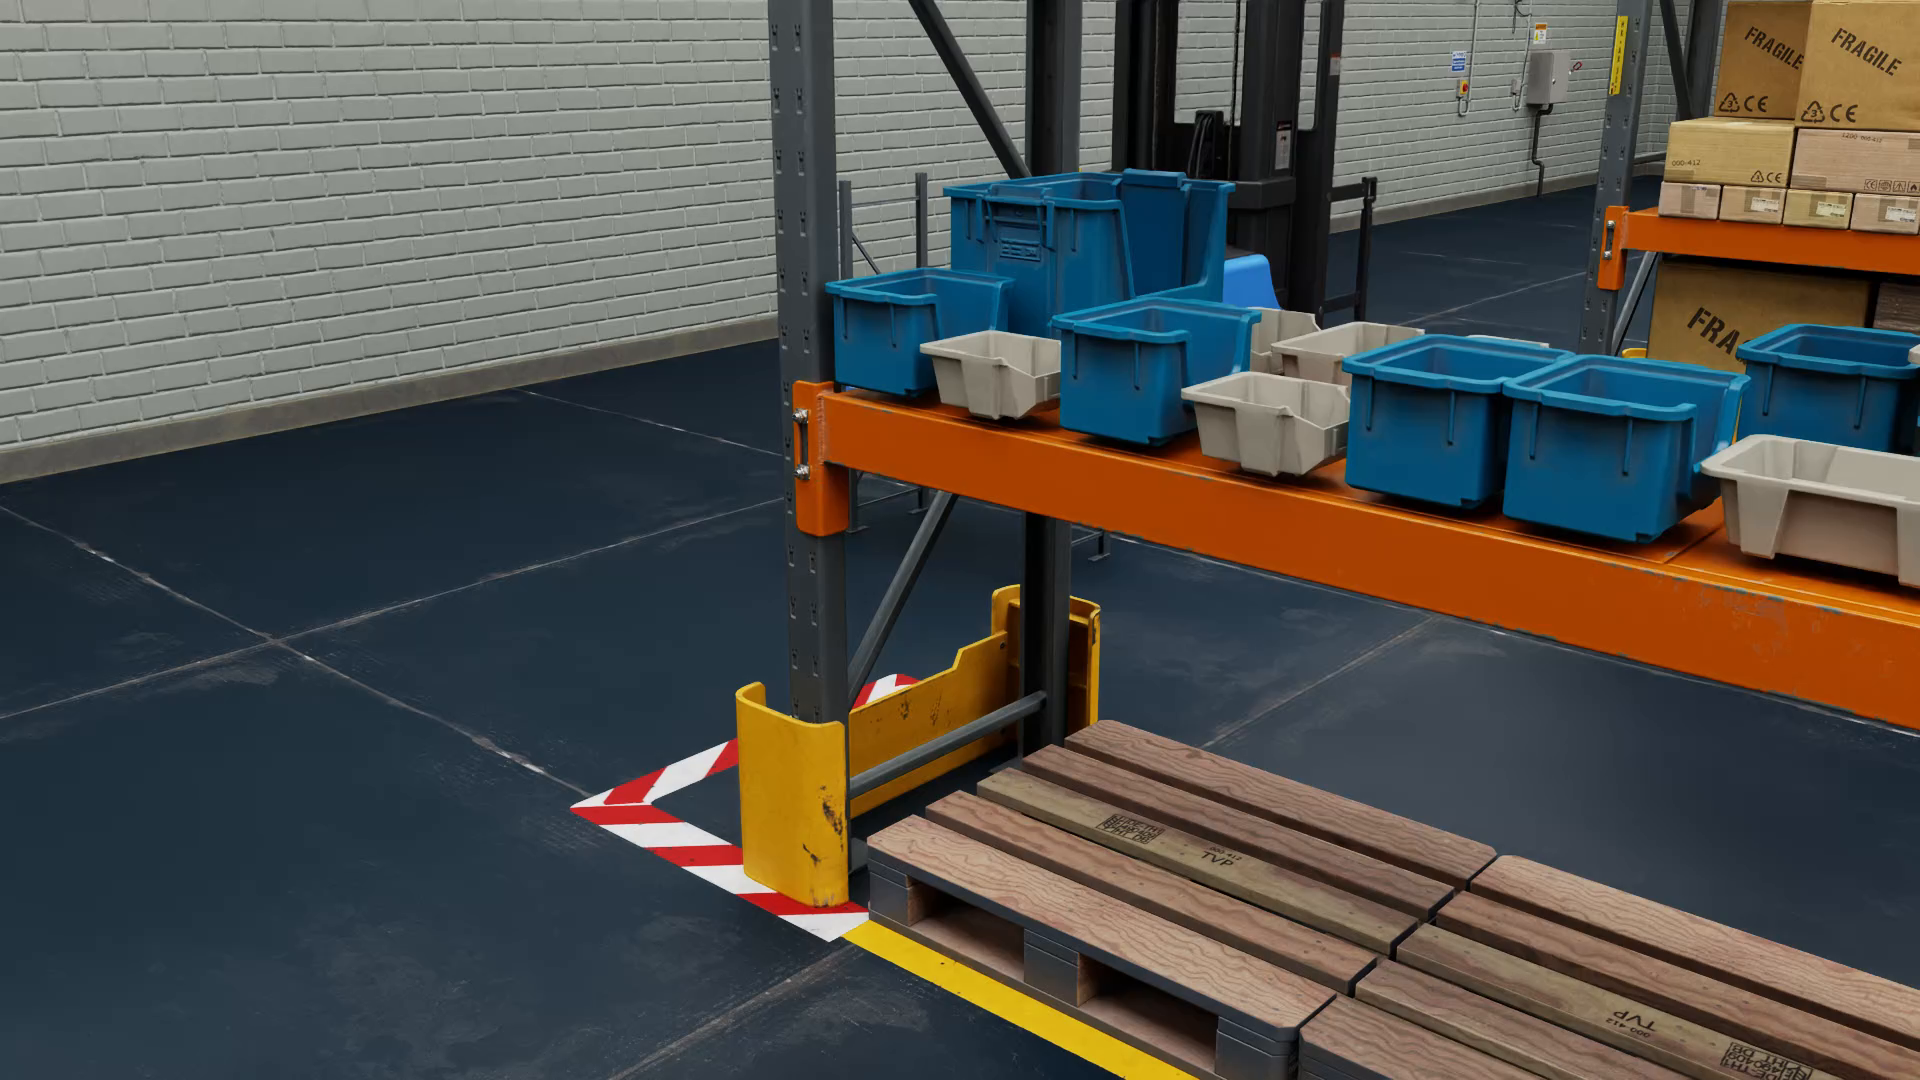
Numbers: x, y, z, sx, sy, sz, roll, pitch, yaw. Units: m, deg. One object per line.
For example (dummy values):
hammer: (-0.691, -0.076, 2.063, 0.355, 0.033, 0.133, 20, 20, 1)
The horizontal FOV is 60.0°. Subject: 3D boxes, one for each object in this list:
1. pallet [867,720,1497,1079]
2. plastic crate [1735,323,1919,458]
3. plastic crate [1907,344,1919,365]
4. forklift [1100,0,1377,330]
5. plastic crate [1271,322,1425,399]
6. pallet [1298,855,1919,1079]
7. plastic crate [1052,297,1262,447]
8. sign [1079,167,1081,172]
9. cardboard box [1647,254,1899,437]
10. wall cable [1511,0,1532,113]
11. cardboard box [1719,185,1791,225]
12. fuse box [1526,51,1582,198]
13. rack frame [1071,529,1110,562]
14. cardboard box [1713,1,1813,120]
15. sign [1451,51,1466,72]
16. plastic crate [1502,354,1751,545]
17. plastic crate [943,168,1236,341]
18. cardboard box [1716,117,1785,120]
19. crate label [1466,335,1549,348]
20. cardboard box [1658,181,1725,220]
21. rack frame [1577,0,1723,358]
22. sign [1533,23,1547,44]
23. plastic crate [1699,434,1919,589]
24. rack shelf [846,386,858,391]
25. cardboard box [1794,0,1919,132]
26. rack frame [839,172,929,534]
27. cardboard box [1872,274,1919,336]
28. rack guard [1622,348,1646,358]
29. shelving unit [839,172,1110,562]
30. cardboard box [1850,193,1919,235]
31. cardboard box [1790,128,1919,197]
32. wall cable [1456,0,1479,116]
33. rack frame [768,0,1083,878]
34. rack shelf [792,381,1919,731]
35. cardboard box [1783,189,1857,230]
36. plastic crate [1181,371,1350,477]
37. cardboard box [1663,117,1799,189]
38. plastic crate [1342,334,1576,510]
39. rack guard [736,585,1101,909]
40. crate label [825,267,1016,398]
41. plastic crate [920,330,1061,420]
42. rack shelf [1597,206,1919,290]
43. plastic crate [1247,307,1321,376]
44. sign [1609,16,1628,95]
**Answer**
pallet: (0.537, 0.846, 4.098, 1.213, 0.211, 1.003, 15, 23, 39)
plastic crate: (1.652, -0.252, 3.125, 0.300, 0.233, 0.416, 15, 23, 39)
plastic crate: (1.918, -0.175, 2.801, 0.530, 0.282, 0.437, 15, 23, 39)
forklift: (1.519, -1.968, 8.467, 1.130, 2.935, 3.031, 15, 23, 38)
plastic crate: (0.883, -0.376, 3.676, 0.243, 0.136, 0.396, 15, 23, 39)
pallet: (1.445, 1.091, 3.326, 1.213, 0.211, 1.003, 15, 23, 39)
plastic crate: (0.405, -0.350, 3.434, 0.300, 0.233, 0.416, 15, 23, 39)
sign: (0.299, -0.863, 4.603, 0.005, 0.325, 0.100, 15, 23, 39)
cardboard box: (3.765, -0.855, 7.666, 0.875, 0.875, 0.875, 15, 23, 39)
wall cable: (6.511, -5.955, 19.237, 0.122, 1.984, 0.588, 15, 23, 39)
cardboard box: (3.473, -1.461, 7.173, 0.250, 0.149, 0.380, 15, 23, 38)
fuse box: (7.082, -4.979, 19.972, 0.414, 1.711, 0.539, 15, 23, 39)
rack frame: (0.444, -0.596, 6.509, 0.032, 1.500, 0.500, 15, 23, 39)
cardboard box: (3.773, -2.168, 7.500, 0.500, 0.500, 0.500, 15, 23, 40)
sign: (5.501, -5.277, 18.335, 0.001, 0.218, 0.327, 15, 23, 39)
plastic crate: (1.121, -0.158, 2.828, 0.300, 0.233, 0.416, 15, 23, 39)
plastic crate: (0.320, -0.678, 4.132, 0.499, 0.435, 0.616, 15, 23, 39)
cardboard box: (3.772, -1.811, 7.616, 0.500, 0.250, 0.500, 15, 23, 38)
crate label: (1.108, -0.326, 3.517, 0.243, 0.136, 0.396, 15, 23, 39)
cardboard box: (3.280, -1.513, 7.334, 0.250, 0.149, 0.380, 15, 23, 40)
rack frame: (3.234, -1.778, 7.756, 0.127, 3.000, 1.000, 15, 23, 39)
sign: (6.891, -6.016, 19.744, 0.001, 0.242, 0.339, 15, 23, 39)
plastic crate: (1.436, -0.039, 2.613, 0.466, 0.136, 0.293, 15, 23, 39)
rack shelf: (0.064, -0.526, 6.885, 1.000, 0.185, 0.538, 15, 23, 39)
cardboard box: (3.787, -1.948, 6.808, 0.500, 0.500, 0.500, 14, 23, 38)
rack frame: (-0.316, -0.800, 7.152, 0.032, 1.500, 0.500, 15, 23, 39)
cardboard box: (4.446, -0.673, 7.090, 0.875, 0.875, 0.875, 15, 23, 39)
rack guard: (3.216, -0.592, 8.149, 0.348, 0.500, 1.175, 15, 23, 39)
shelving unit: (0.064, -0.698, 6.831, 1.048, 1.500, 0.538, 15, 23, 39)
cardboard box: (3.861, -1.358, 6.847, 0.250, 0.149, 0.380, 15, 23, 38)
cardboard box: (3.807, -1.588, 6.914, 0.500, 0.250, 0.500, 15, 23, 39)
wall cable: (5.579, -5.646, 18.213, 0.123, 1.953, 0.585, 15, 23, 39)
rack frame: (-0.054, -0.658, 4.225, 0.127, 3.000, 1.000, 15, 23, 39)
rack shelf: (1.442, 0.087, 3.069, 4.000, 0.370, 1.077, 15, 23, 39)
cardboard box: (3.665, -1.410, 7.011, 0.250, 0.149, 0.380, 14, 23, 38)
plastic crate: (0.605, -0.217, 3.174, 0.298, 0.136, 0.250, 15, 23, 39)
cardboard box: (3.413, -1.691, 7.238, 0.500, 0.250, 0.500, 14, 23, 38)
plastic crate: (0.897, -0.218, 3.018, 0.300, 0.233, 0.416, 15, 23, 39)
rack guard: (-0.081, 0.532, 4.609, 0.348, 0.500, 1.175, 15, 23, 39)
crate label: (-0.088, -0.482, 3.851, 0.303, 0.233, 0.416, 15, 23, 39)
plastic crate: (0.097, -0.353, 3.603, 0.298, 0.136, 0.250, 15, 23, 39)
rack shelf: (4.730, -1.034, 6.600, 4.000, 0.370, 1.077, 15, 23, 39)
plastic crate: (0.676, -0.438, 3.869, 0.243, 0.136, 0.396, 15, 23, 39)
sign: (2.861, -2.104, 7.221, 0.005, 0.325, 0.100, 15, 23, 39)
